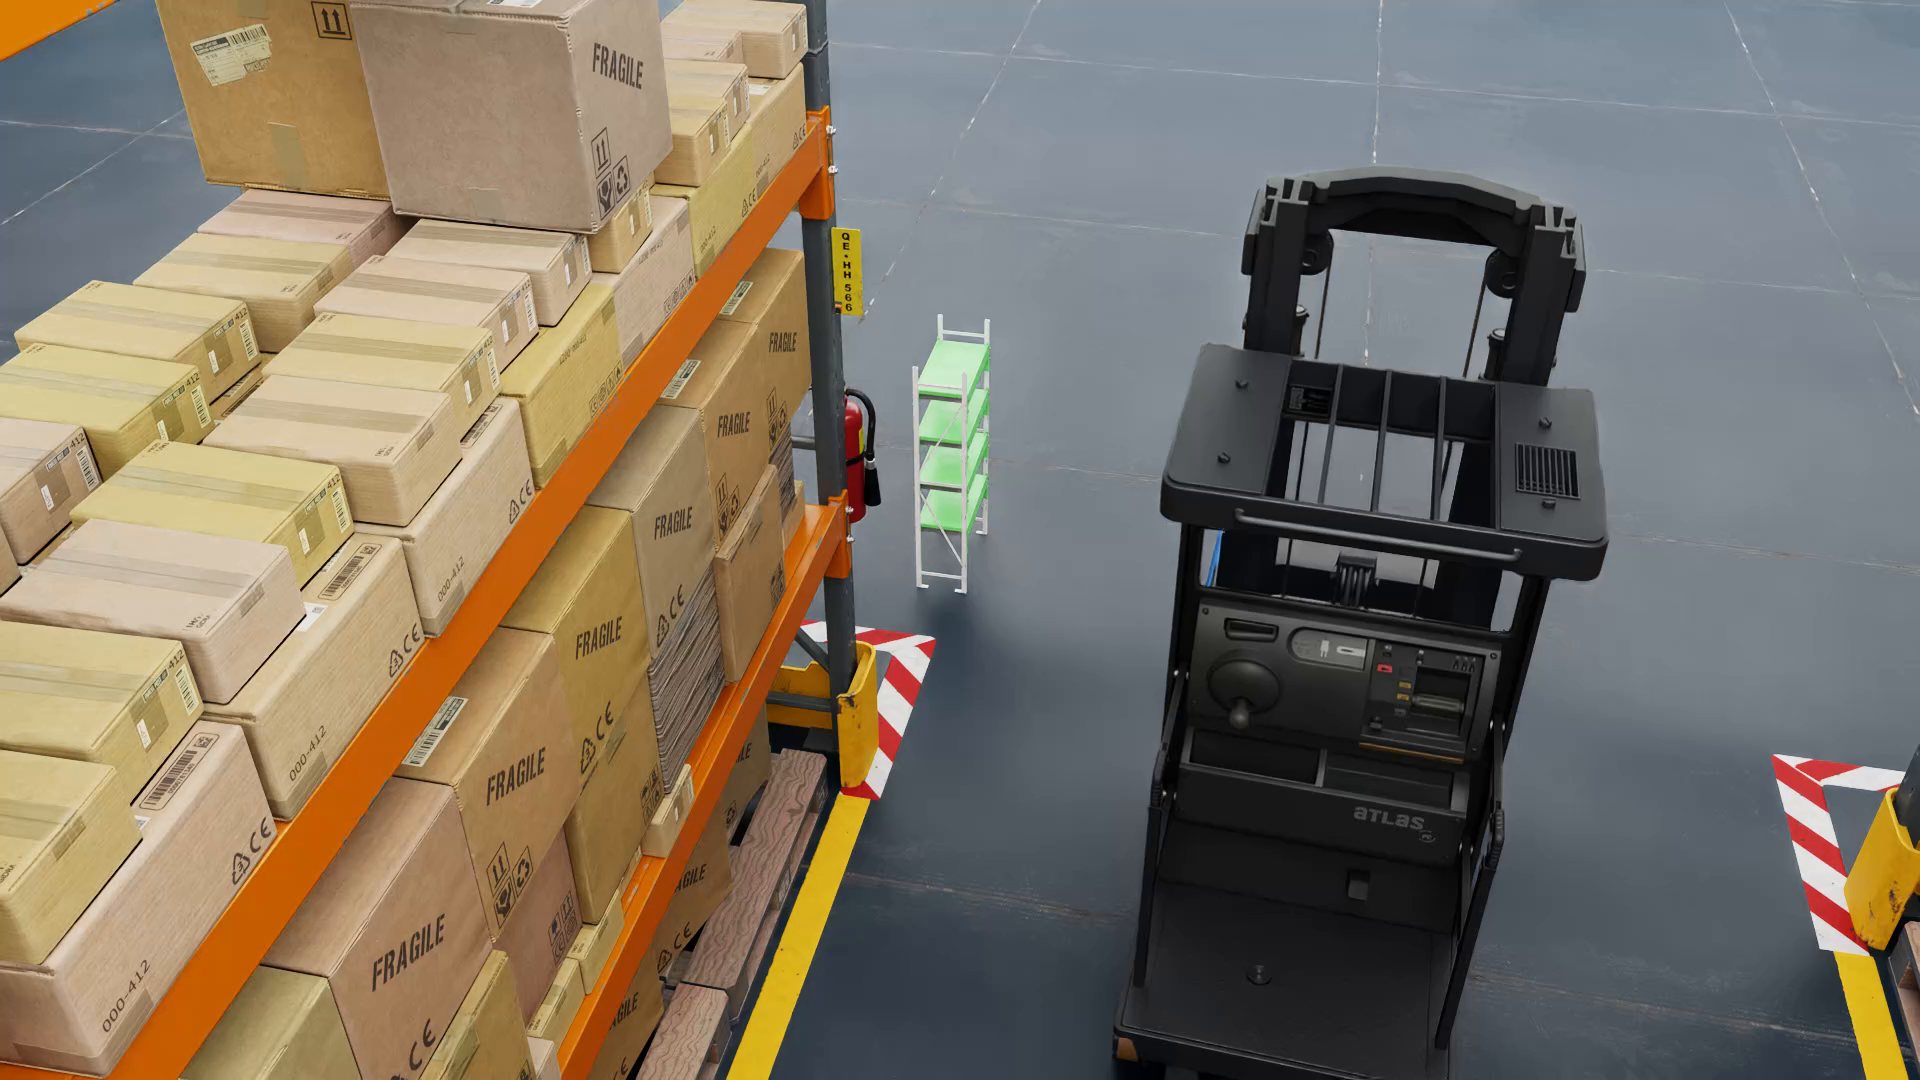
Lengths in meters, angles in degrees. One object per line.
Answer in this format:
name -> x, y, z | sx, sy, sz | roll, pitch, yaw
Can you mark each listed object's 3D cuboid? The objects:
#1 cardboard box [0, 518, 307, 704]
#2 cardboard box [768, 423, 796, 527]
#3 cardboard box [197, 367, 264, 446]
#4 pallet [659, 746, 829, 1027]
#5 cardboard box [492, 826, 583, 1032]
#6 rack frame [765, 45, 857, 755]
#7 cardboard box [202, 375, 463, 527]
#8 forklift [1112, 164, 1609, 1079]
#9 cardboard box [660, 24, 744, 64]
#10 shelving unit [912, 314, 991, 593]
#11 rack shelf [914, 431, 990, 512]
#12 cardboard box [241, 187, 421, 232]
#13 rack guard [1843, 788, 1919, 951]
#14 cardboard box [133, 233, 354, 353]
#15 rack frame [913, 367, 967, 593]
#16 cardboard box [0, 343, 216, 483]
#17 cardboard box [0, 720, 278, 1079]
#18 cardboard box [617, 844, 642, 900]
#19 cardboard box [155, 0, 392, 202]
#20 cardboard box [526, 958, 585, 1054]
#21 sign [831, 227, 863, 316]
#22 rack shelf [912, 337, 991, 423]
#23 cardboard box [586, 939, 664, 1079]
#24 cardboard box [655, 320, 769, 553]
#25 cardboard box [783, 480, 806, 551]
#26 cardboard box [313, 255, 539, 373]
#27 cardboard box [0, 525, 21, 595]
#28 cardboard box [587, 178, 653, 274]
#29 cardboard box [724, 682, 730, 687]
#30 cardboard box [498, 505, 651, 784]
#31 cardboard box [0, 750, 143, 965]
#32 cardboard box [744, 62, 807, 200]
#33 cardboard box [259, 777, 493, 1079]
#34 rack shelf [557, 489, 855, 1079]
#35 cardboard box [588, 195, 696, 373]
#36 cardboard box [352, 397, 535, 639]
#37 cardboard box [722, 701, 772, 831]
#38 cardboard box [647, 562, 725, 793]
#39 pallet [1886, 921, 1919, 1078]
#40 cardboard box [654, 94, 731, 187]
cardboard box -> -1.338, 0.114, 2.769 | 0.380, 0.149, 0.250 | 8, 37, 10
cardboard box -> -1.068, -0.251, 5.702 | 0.875, 0.500, 0.500 | 7, 37, 10
cardboard box -> -1.710, -0.148, 3.469 | 0.500, 0.250, 0.500 | 7, 37, 10
pallet -> -1.148, 1.232, 6.370 | 1.003, 0.211, 1.213 | 7, 37, 10
cardboard box -> -1.472, 0.899, 4.115 | 0.875, 0.500, 0.500 | 7, 37, 10
rack frame -> -0.924, -0.402, 6.248 | 1.000, 3.000, 0.127 | 7, 37, 10
cardboard box -> -1.186, -0.174, 3.165 | 0.380, 0.149, 0.250 | 7, 36, 9
forklift -> 1.146, 0.510, 5.049 | 1.130, 2.935, 3.031 | 9, 37, 12
cardboard box -> -0.848, -1.384, 4.836 | 0.380, 0.149, 0.250 | 6, 36, 8
shelving unit -> -0.035, -0.391, 7.767 | 0.258, 1.200, 0.503 | 7, 37, 10
rack shelf -> -0.035, -0.339, 7.804 | 0.258, 0.148, 0.480 | 7, 37, 10
cardboard box -> -1.519, -0.847, 4.094 | 0.380, 0.149, 0.250 | 6, 36, 8
rack guard -> 3.945, 1.281, 6.057 | 1.175, 0.500, 0.348 | 7, 37, 10
cardboard box -> -1.571, -0.546, 3.680 | 0.380, 0.149, 0.250 | 6, 36, 8
rack frame -> -0.087, -0.251, 7.574 | 0.240, 1.200, 0.015 | 7, 37, 10
cardboard box -> -1.714, -0.243, 3.261 | 0.380, 0.149, 0.250 | 9, 37, 12
cardboard box -> -1.432, 0.512, 2.560 | 0.500, 0.250, 0.500 | 6, 36, 8
cardboard box -> -1.122, 0.897, 4.671 | 0.380, 0.149, 0.250 | 7, 37, 10
cardboard box -> -1.504, -1.163, 3.977 | 0.500, 0.500, 0.500 | 7, 37, 10
cardboard box -> -1.195, 1.188, 4.269 | 0.380, 0.149, 0.250 | 7, 37, 10
sign -> -0.386, -0.918, 5.704 | 0.100, 0.325, 0.005 | 7, 37, 10
rack shelf -> -0.035, -0.728, 7.523 | 0.258, 0.148, 0.480 | 7, 37, 10
cardboard box -> -1.320, 1.500, 5.397 | 0.500, 0.500, 0.500 | 11, 37, 14
cardboard box -> -0.901, -0.334, 4.964 | 0.500, 0.500, 0.500 | 7, 37, 10
cardboard box -> -0.783, -0.111, 6.061 | 0.380, 0.149, 0.250 | 7, 37, 10
cardboard box -> -1.144, -0.476, 3.583 | 0.380, 0.149, 0.250 | 8, 37, 11
cardboard box -> -1.875, 0.057, 2.847 | 0.380, 0.149, 0.250 | 6, 36, 8
cardboard box -> -0.963, -0.774, 3.994 | 0.380, 0.149, 0.250 | 6, 36, 8
cardboard box -> -0.908, 0.323, 5.462 | 0.380, 0.149, 0.250 | 7, 37, 10
cardboard box -> -1.125, 0.238, 4.175 | 0.500, 0.500, 0.500 | 7, 37, 10
cardboard box -> -1.407, 0.428, 2.335 | 0.380, 0.149, 0.250 | 6, 36, 9
cardboard box -> -0.778, -1.247, 4.987 | 0.500, 0.250, 0.500 | 8, 37, 11
cardboard box -> -1.328, 0.813, 3.382 | 0.500, 0.500, 0.500 | 7, 37, 10
rack shelf -> -1.351, 1.036, 4.878 | 1.077, 0.370, 4.000 | 7, 37, 10
cardboard box -> -1.000, -0.668, 4.188 | 0.500, 0.250, 0.500 | 8, 37, 11
cardboard box -> -1.207, -0.076, 3.370 | 0.500, 0.250, 0.500 | 6, 36, 8
cardboard box -> -1.073, 0.796, 6.368 | 0.500, 0.500, 0.500 | 14, 38, 19
cardboard box -> -1.206, 0.332, 4.897 | 0.875, 0.500, 0.500 | 7, 37, 10
pallet -> 3.766, 1.863, 5.500 | 1.003, 0.211, 1.213 | 7, 37, 10
cardboard box -> -0.830, -1.067, 4.398 | 0.380, 0.149, 0.250 | 8, 37, 10
